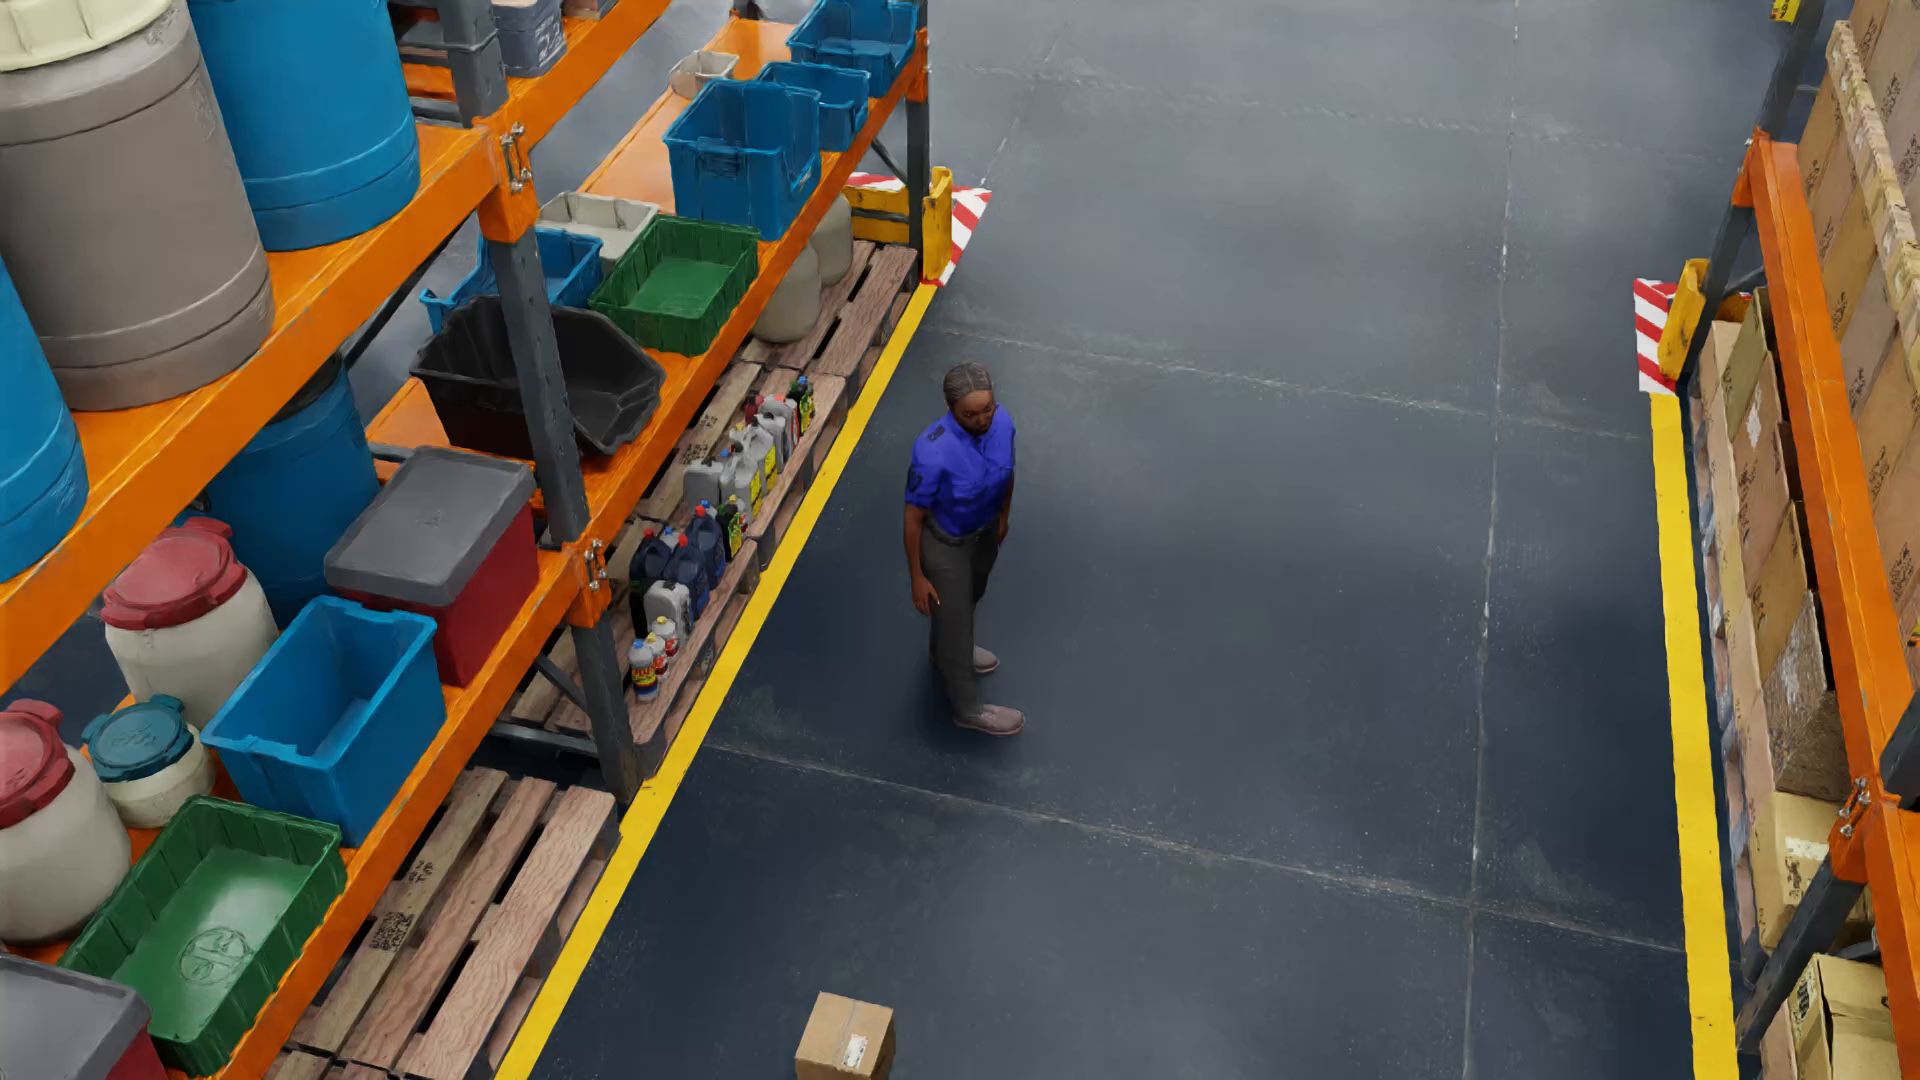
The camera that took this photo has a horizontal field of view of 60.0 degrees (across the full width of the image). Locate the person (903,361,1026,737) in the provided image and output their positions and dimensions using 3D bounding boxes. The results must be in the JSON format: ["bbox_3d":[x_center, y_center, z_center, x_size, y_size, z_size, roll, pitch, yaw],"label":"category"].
[{"bbox_3d":[0.018,0.033,6.114,0.574,1.654,0.565,31,50,30],"label":"person"}]
